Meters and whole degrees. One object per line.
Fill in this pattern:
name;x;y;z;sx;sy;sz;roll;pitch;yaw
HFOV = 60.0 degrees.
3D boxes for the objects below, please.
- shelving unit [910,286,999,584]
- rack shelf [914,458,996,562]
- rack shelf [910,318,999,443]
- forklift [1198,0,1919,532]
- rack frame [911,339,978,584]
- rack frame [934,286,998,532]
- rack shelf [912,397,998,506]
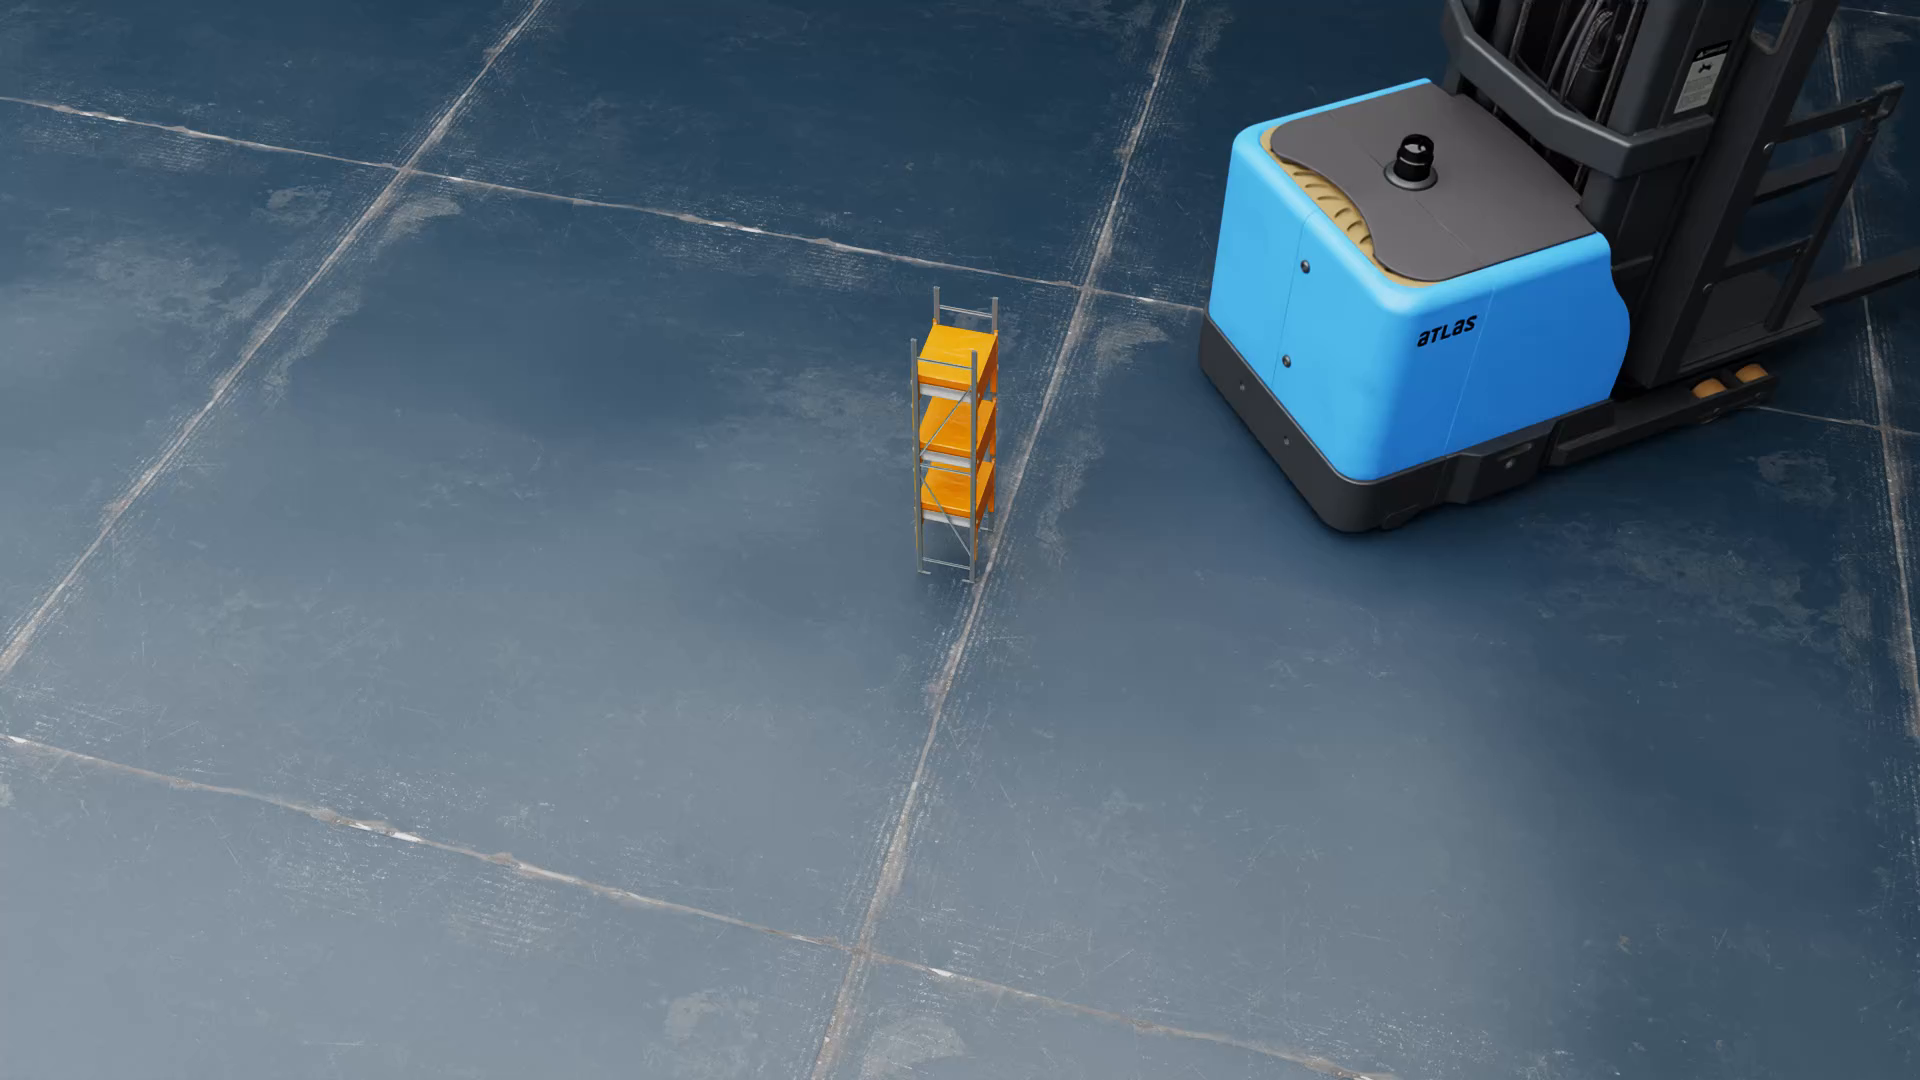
shelving unit;-0.014;-0.309;5.322;0.215;1.050;0.252;12;50;10
rack shelf;-0.014;-0.118;5.539;0.215;0.259;0.240;12;50;10
rack shelf;-0.014;-0.489;5.117;0.215;0.259;0.240;12;50;10
forklift;2.456;-1.744;5.334;3.031;2.935;1.130;-18;51;-16
rack frame;-0.046;-0.220;5.244;0.200;1.050;0.008;12;50;10
rack frame;0.018;-0.397;5.400;0.200;1.050;0.008;12;50;10
rack shelf;-0.014;-0.302;5.330;0.215;0.259;0.240;12;50;10
